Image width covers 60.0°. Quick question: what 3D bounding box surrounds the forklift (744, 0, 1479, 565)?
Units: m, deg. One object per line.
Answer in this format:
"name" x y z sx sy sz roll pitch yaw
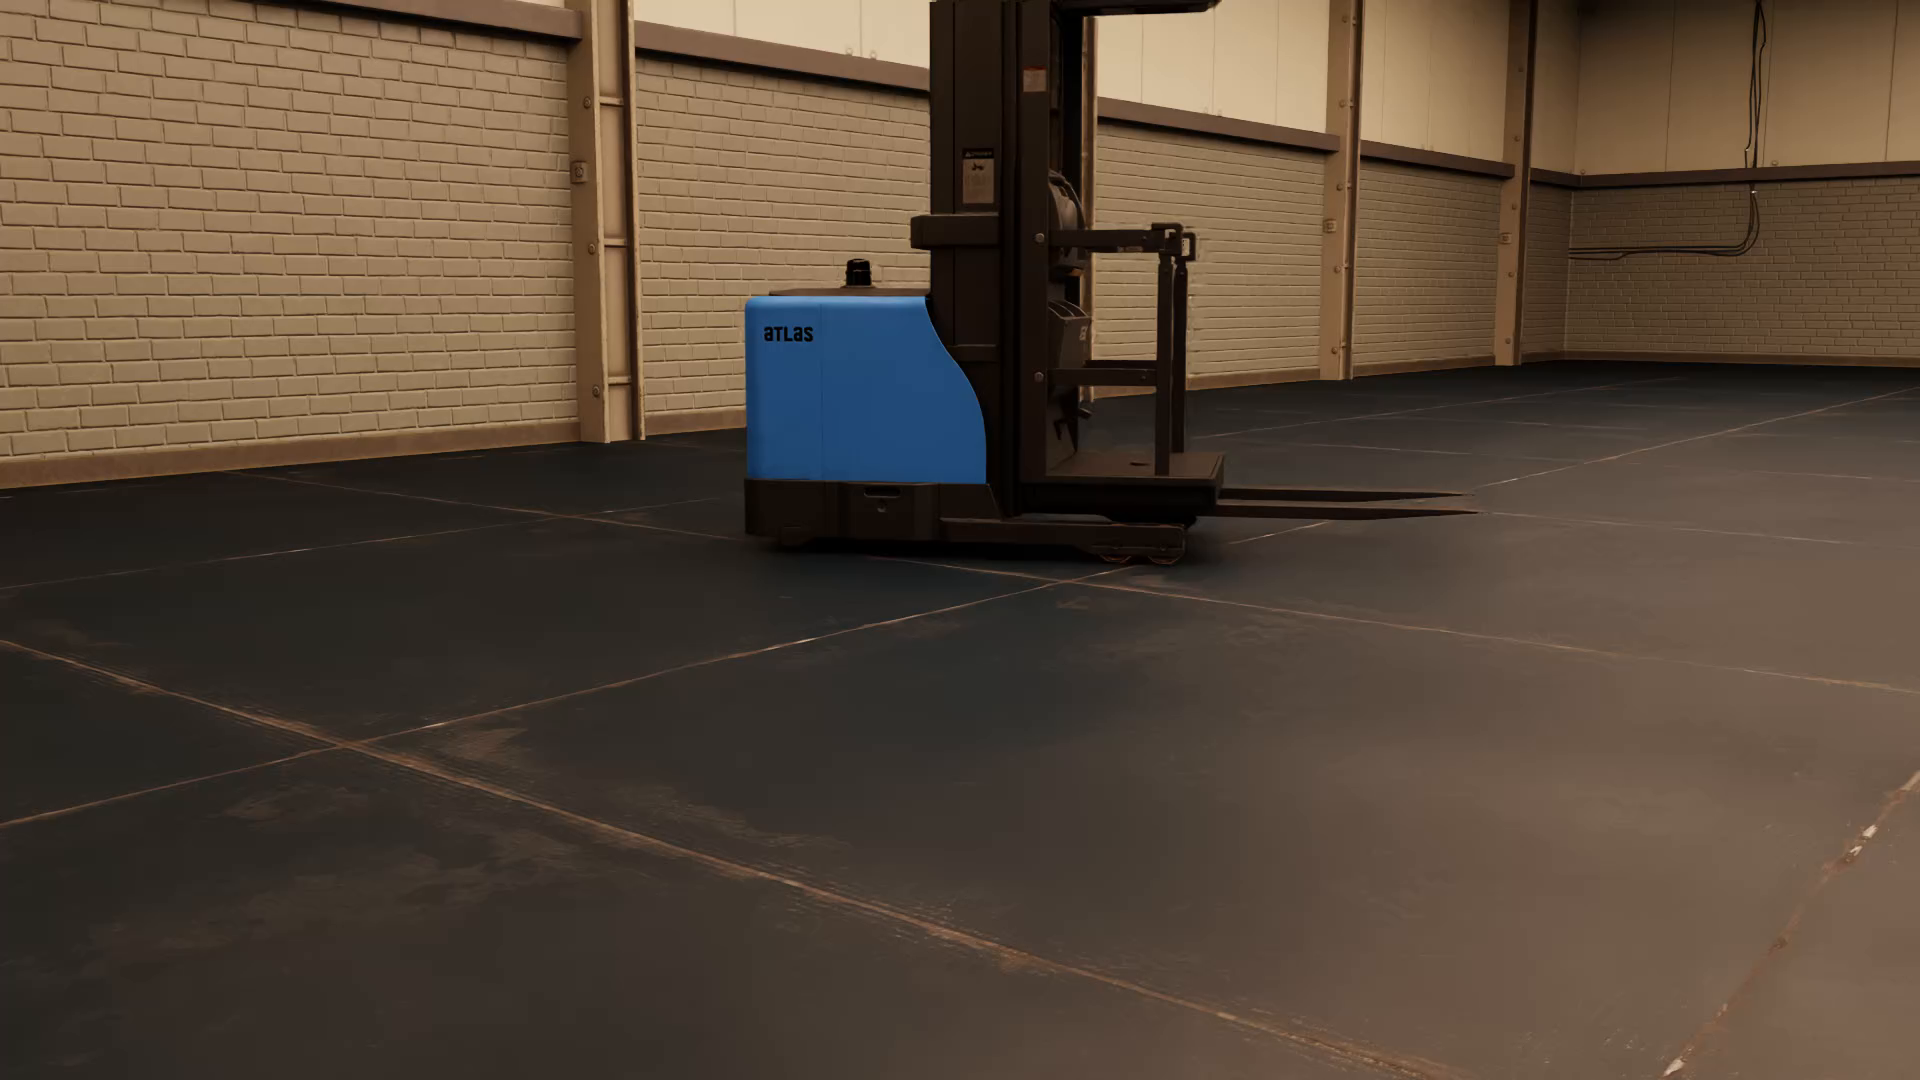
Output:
"forklift" 0.648 -1.432 7.068 3.031 2.935 1.130 2 8 11
